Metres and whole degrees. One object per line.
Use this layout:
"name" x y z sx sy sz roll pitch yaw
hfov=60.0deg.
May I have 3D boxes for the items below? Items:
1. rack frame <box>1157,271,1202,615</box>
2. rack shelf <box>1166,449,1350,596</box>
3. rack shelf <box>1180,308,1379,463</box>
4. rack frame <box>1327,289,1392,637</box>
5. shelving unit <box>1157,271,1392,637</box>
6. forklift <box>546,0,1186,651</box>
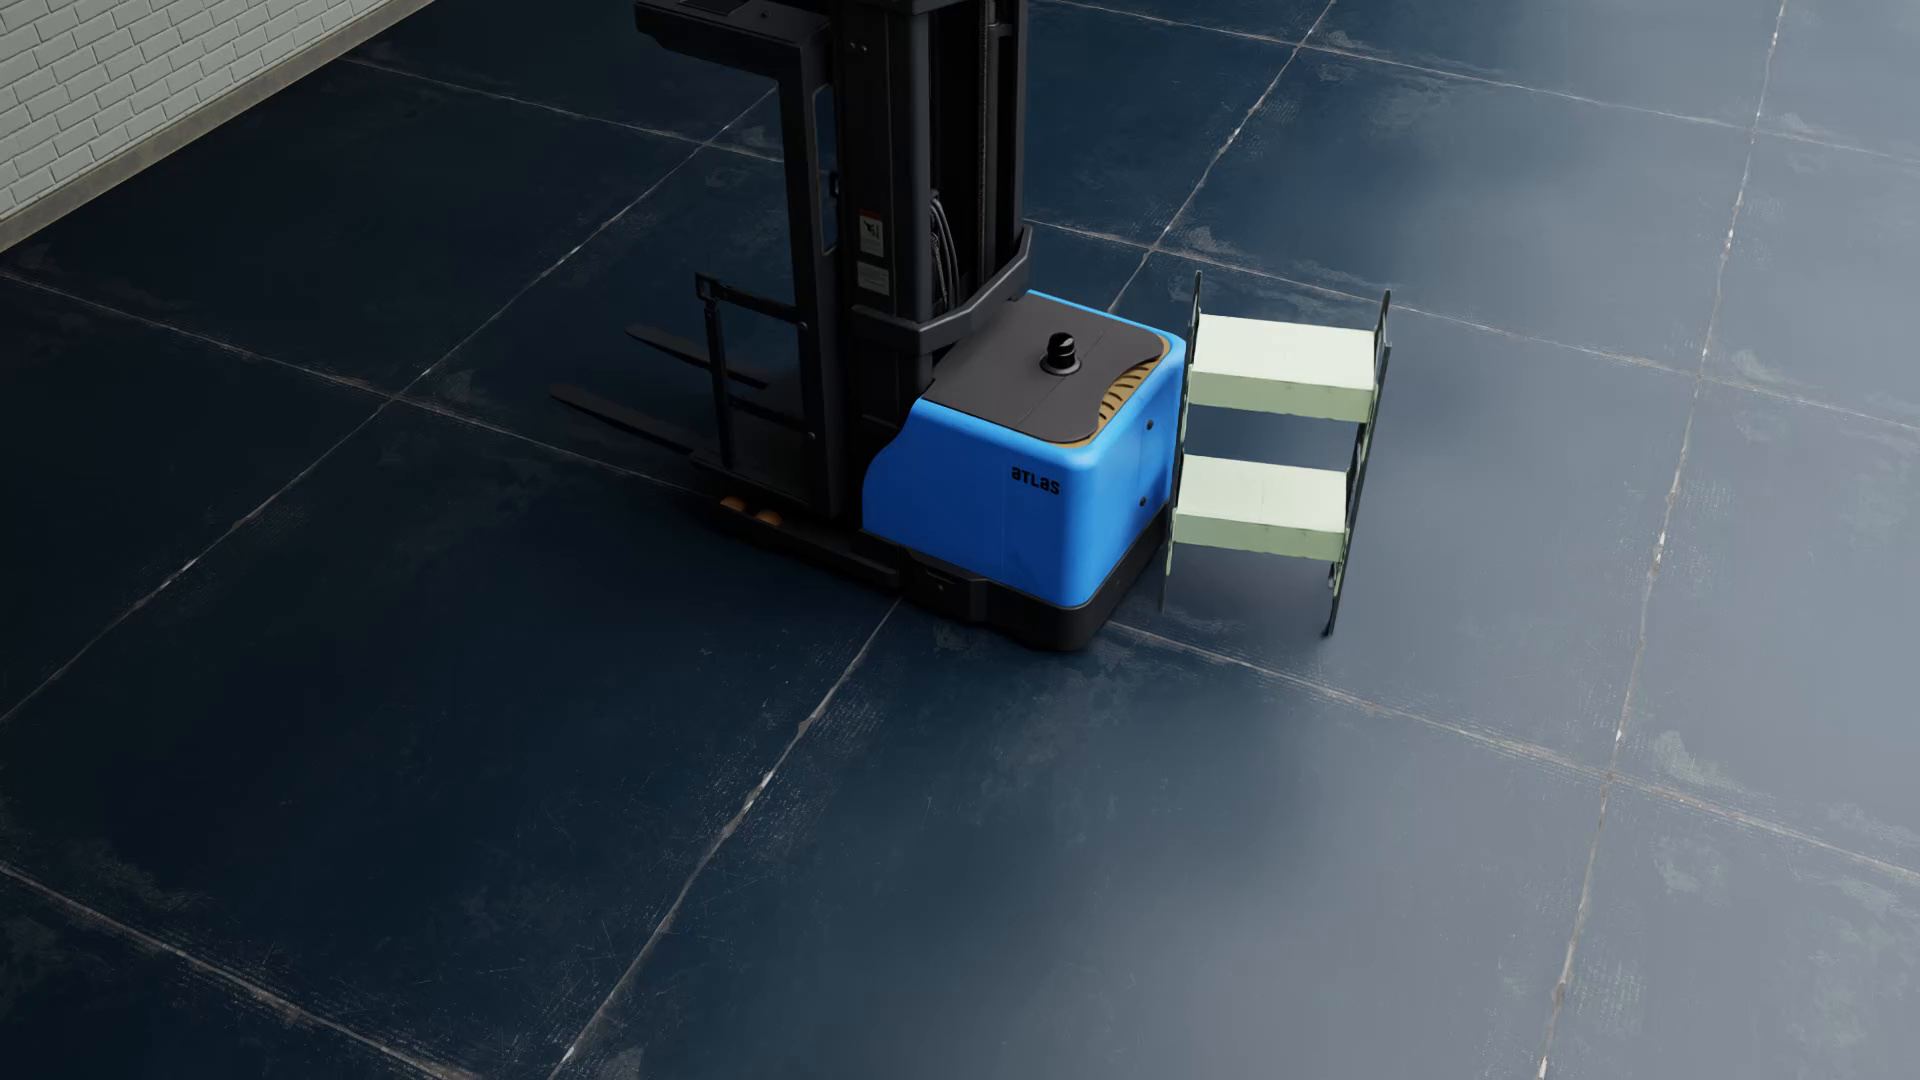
"rack frame" 0.909 -0.369 6.914 0.023 1.500 0.400 7 41 8
"rack shelf" 1.269 -0.078 7.077 0.720 0.370 0.431 7 41 8
"rack shelf" 1.269 -0.619 6.608 0.720 0.370 0.431 7 41 8
"rack frame" 1.628 -0.280 6.812 0.023 1.500 0.400 7 41 8
"shelving unit" 1.269 -0.324 6.863 0.755 1.500 0.431 7 41 8
"forklift" -0.554 -1.359 6.964 3.031 2.935 1.130 21 45 22
